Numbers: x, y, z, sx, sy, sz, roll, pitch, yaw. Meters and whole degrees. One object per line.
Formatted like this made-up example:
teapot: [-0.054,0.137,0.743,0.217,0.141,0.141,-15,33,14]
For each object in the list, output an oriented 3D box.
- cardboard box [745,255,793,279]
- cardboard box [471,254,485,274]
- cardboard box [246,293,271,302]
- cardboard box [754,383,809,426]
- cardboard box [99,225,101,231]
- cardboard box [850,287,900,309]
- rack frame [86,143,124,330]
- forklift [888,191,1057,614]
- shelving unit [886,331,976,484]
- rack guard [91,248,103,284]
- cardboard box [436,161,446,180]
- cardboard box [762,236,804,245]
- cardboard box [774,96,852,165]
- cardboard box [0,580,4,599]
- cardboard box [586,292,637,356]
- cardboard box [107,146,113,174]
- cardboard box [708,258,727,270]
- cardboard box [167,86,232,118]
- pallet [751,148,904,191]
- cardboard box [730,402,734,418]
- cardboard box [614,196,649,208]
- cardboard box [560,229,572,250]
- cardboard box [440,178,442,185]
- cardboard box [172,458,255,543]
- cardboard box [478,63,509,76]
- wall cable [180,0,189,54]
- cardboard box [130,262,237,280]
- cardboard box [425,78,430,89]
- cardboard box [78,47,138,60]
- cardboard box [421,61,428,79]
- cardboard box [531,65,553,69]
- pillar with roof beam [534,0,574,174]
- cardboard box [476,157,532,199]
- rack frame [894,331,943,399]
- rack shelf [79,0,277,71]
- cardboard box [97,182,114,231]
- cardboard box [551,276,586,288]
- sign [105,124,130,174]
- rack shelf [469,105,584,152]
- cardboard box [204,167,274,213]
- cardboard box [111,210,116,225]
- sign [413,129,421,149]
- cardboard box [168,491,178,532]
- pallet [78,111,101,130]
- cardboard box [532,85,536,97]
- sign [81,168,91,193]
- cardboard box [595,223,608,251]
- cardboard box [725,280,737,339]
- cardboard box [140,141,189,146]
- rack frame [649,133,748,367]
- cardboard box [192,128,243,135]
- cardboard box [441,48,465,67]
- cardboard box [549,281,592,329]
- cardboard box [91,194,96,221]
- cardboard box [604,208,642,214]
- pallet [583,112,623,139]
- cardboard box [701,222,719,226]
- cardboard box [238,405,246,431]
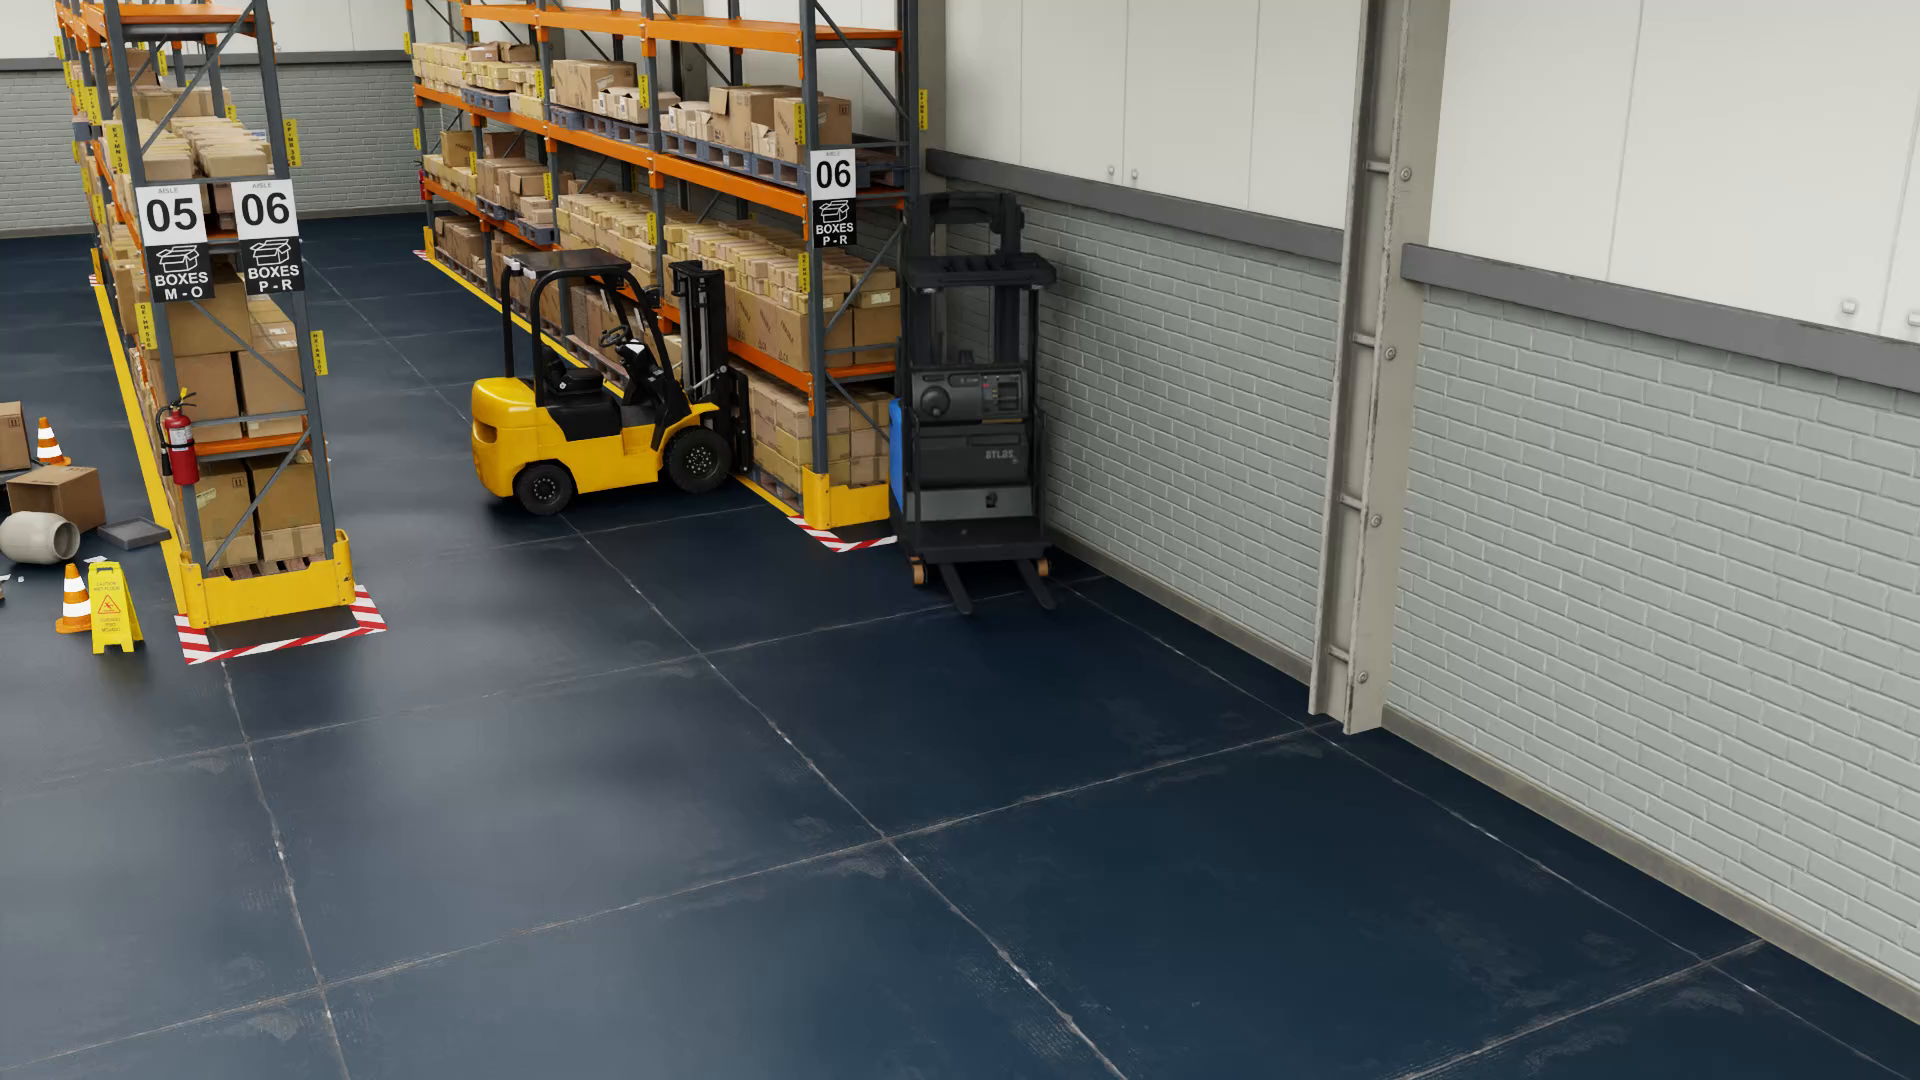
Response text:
cardboard box: [-1.732,-2.486,15.135,0.380,0.149,0.250,-9,21,-25]
cardboard box: [-7.201,-4.212,25.287,0.396,0.266,0.258,-9,21,-25]
cardboard box: [-6.145,-1.826,14.217,0.500,0.500,0.500,-9,21,-25]
cardboard box: [-1.551,-1.245,15.180,0.500,0.250,0.500,-10,21,-26]
cardboard box: [-10.184,-3.875,20.227,0.500,0.250,0.500,-11,22,-28]
cardboard box: [-0.743,-2.136,14.574,0.380,0.149,0.250,-11,22,-28]
rack frame: [-10.875,-4.319,22.050,1.000,3.000,0.127,-10,21,-27]
forklift: [0.114,-1.154,12.981,1.130,2.935,3.031,-3,19,-9]
shelving unit: [-0.078,-0.962,14.560,0.587,1.500,1.083,-13,25,-37]
rack guard: [-12.786,-4.293,25.805,1.175,0.500,0.348,-10,21,-27]
cardboard box: [-7.946,-5.845,26.247,0.500,0.250,0.500,-10,22,-28]
cardboard box: [-1.712,-2.870,16.245,0.380,0.149,0.250,-10,22,-27]
cardboard box: [-1.235,-3.445,13.966,0.500,0.500,0.500,-9,21,-25]
cardboard box: [-7.576,0.410,12.715,0.380,0.149,0.250,1,19,2]
cardboard box: [-4.008,-2.649,20.207,0.875,0.625,0.625,-9,21,-25]
cardboard box: [-6.855,-3.195,13.967,0.500,0.250,0.500,-10,21,-27]
cardboard box: [-2.207,-2.642,16.042,0.380,0.149,0.250,-11,22,-28]
cardboard box: [-7.246,-4.176,15.856,0.500,0.250,0.500,-10,22,-28]
pallet: [-1.123,-3.227,14.423,1.003,0.211,1.213,-10,21,-27]
cardboard box: [-2.043,-1.305,16.121,0.500,0.250,0.500,-10,21,-27]
cardboard box: [-3.984,-4.091,20.241,0.380,0.149,0.250,-10,21,-27]
cardboard box: [-4.613,-3.705,20.499,0.500,0.250,0.500,-10,21,-26]
cardboard box: [-8.110,-5.764,26.621,0.380,0.149,0.250,-9,21,-25]
cardboard box: [-5.786,-0.317,12.874,0.500,0.500,0.500,-10,21,-26]
cardboard box: [-6.335,-6.406,22.632,0.380,0.149,0.250,-10,22,-28]
wall cable: [-15.060,-10.008,29.340,2.355,3.000,0.029,-10,21,-27]
cardboard box: [-5.845,-1.794,12.590,0.700,0.500,0.500,-10,21,-26]
cardboard box: [-8.179,-7.174,26.110,0.380,0.149,0.250,-9,21,-25]
cardboard box: [-11.544,-6.414,22.566,0.797,0.503,0.637,-8,21,-22]
cardboard box: [-8.178,-7.413,26.190,0.500,0.250,0.500,-10,21,-26]
cardboard box: [-5.508,-6.268,22.232,0.380,0.149,0.250,-9,21,-25]
pillar with roof beam: [-9.834,-7.598,22.354,9.100,9.000,0.400,-10,21,-27]
cardboard box: [-6.475,-5.161,23.693,0.700,0.500,0.500,-9,21,-25]
rack frame: [-0.393,-1.107,14.919,0.500,1.500,0.032,-13,25,-37]
rack shelf: [-6.126,-3.943,12.870,1.077,0.370,4.000,-10,21,-27]
cardboard box: [-9.451,-3.799,18.855,0.500,0.500,0.500,-11,22,-28]
cardboard box: [-5.066,-3.367,21.484,0.380,0.149,0.250,-11,22,-29]
sign: [-5.675,-2.631,11.200,0.100,0.325,0.005,-10,21,-27]
rack shelf: [-5.559,-5.593,22.245,1.077,0.370,4.000,-10,21,-27]
cardboard box: [-5.181,-2.548,12.091,0.500,0.250,0.500,-10,22,-28]
cardboard box: [-8.712,-3.244,17.680,0.500,0.500,0.500,-9,21,-24]
sign: [-8.885,-6.562,27.224,0.100,0.325,0.005,-10,21,-27]
cardboard box: [-6.290,-0.263,13.866,0.500,0.250,0.500,-11,22,-29]
pallet: [-9.862,-4.997,19.704,1.003,0.211,1.213,-9,21,-24]
cardboard box: [-5.197,-5.698,21.065,0.380,0.149,0.250,-9,21,-25]
sign: [-11.363,-4.679,21.645,0.100,0.325,0.005,-10,21,-27]
cardboard box: [-3.879,-3.501,19.143,0.500,0.250,0.500,-10,21,-26]
cardboard box: [-2.005,-2.232,15.848,0.500,0.500,0.500,-10,21,-26]
cardboard box: [-6.008,-2.904,12.514,0.380,0.149,0.250,-10,21,-27]
rack frame: [-2.709,-2.793,17.626,1.000,3.000,0.127,-10,21,-27]
cardboard box: [-6.058,-3.280,13.601,0.380,0.149,0.250,-10,21,-26]
cardboard box: [-7.442,-7.212,24.842,0.500,0.250,0.500,-10,21,-26]
cardboard box: [-4.999,-3.046,21.548,0.500,0.500,0.500,-9,21,-25]
cardboard box: [-11.569,-4.607,22.730,0.500,0.500,0.500,-11,22,-28]
cardboard box: [-3.886,-3.729,19.192,0.380,0.149,0.250,-10,21,-27]
pallet: [-3.674,-4.768,19.041,1.003,0.211,1.213,-9,21,-24]
cardboard box: [-2.769,-3.366,18.139,0.380,0.149,0.250,-11,22,-28]
cardboard box: [-5.288,-0.955,12.687,0.380,0.149,0.250,-10,21,-26]
